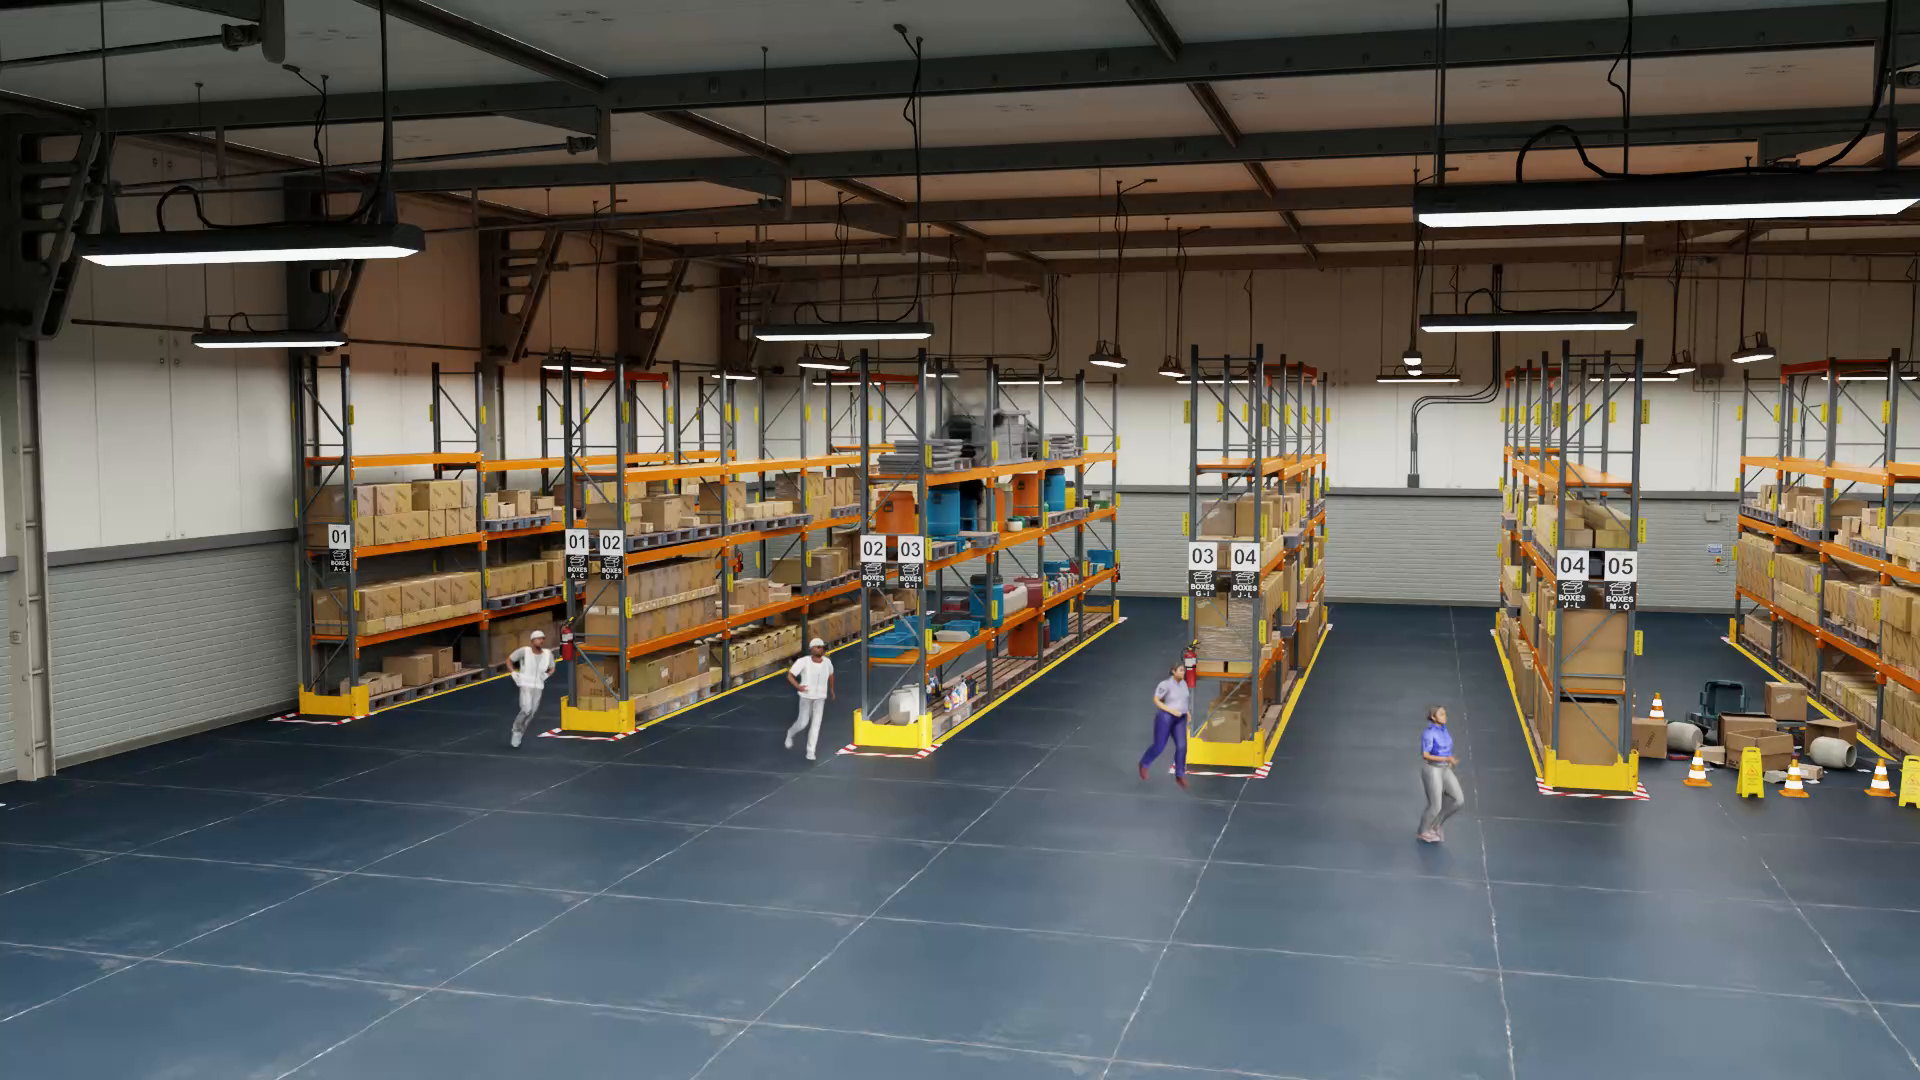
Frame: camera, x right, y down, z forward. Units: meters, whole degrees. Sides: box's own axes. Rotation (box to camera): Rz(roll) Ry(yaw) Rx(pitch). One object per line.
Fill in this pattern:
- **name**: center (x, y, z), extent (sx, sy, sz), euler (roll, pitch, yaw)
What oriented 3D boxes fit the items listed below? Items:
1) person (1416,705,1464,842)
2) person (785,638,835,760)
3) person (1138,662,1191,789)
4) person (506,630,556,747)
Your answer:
- **person**: center (5.626, 2.732, 19.388), extent (0.554, 1.622, 0.611), euler (-3, 6, -39)
- **person**: center (-2.142, 2.305, 24.422), extent (0.765, 1.724, 0.915), euler (-2, 5, -25)
- **person**: center (2.909, 2.482, 22.635), extent (0.664, 1.654, 0.882), euler (-3, 5, -32)
- **person**: center (-6.483, 2.241, 25.227), extent (0.717, 1.735, 0.614), euler (-4, 6, -40)
